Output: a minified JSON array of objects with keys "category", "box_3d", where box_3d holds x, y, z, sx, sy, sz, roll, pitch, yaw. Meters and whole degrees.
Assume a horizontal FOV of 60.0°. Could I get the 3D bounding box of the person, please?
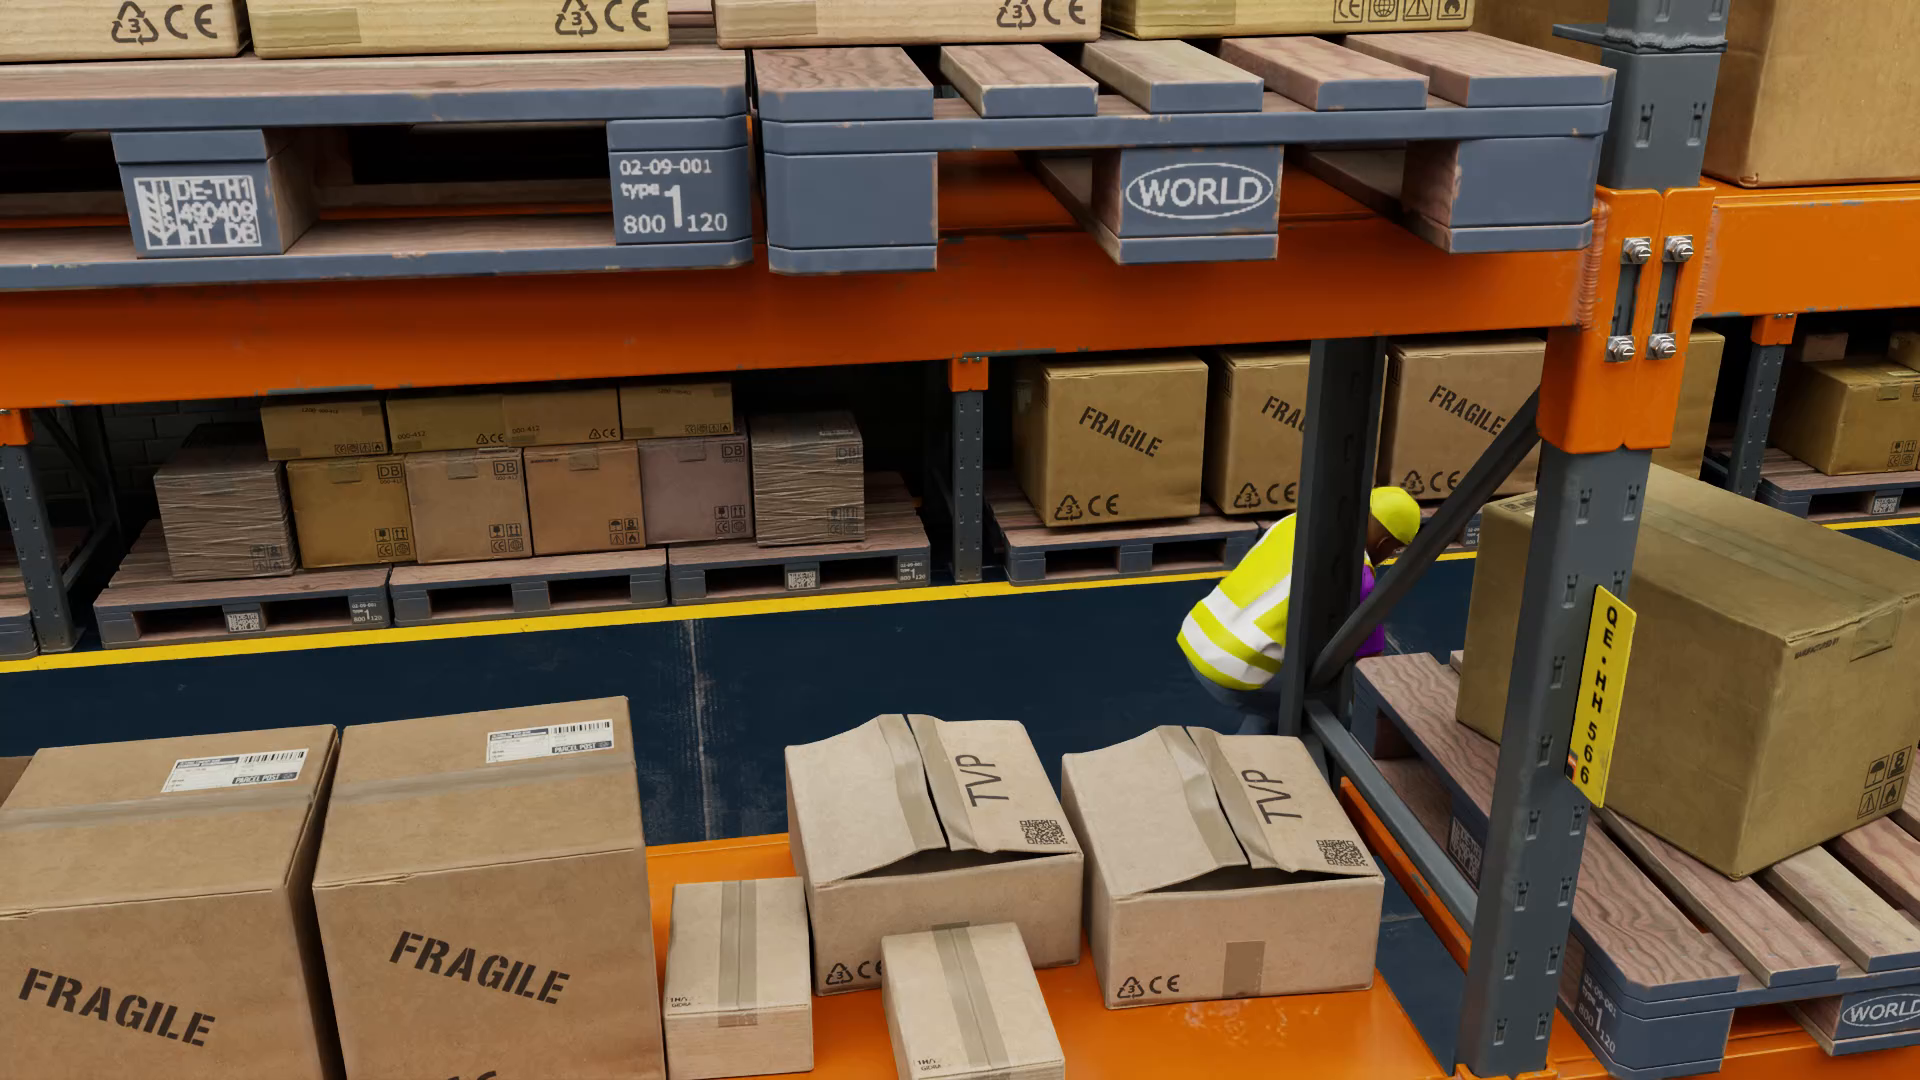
[{"category":"person","box_3d":[1.178,0.397,5.854,0.839,1.207,0.620,-4,24,-10]}]
